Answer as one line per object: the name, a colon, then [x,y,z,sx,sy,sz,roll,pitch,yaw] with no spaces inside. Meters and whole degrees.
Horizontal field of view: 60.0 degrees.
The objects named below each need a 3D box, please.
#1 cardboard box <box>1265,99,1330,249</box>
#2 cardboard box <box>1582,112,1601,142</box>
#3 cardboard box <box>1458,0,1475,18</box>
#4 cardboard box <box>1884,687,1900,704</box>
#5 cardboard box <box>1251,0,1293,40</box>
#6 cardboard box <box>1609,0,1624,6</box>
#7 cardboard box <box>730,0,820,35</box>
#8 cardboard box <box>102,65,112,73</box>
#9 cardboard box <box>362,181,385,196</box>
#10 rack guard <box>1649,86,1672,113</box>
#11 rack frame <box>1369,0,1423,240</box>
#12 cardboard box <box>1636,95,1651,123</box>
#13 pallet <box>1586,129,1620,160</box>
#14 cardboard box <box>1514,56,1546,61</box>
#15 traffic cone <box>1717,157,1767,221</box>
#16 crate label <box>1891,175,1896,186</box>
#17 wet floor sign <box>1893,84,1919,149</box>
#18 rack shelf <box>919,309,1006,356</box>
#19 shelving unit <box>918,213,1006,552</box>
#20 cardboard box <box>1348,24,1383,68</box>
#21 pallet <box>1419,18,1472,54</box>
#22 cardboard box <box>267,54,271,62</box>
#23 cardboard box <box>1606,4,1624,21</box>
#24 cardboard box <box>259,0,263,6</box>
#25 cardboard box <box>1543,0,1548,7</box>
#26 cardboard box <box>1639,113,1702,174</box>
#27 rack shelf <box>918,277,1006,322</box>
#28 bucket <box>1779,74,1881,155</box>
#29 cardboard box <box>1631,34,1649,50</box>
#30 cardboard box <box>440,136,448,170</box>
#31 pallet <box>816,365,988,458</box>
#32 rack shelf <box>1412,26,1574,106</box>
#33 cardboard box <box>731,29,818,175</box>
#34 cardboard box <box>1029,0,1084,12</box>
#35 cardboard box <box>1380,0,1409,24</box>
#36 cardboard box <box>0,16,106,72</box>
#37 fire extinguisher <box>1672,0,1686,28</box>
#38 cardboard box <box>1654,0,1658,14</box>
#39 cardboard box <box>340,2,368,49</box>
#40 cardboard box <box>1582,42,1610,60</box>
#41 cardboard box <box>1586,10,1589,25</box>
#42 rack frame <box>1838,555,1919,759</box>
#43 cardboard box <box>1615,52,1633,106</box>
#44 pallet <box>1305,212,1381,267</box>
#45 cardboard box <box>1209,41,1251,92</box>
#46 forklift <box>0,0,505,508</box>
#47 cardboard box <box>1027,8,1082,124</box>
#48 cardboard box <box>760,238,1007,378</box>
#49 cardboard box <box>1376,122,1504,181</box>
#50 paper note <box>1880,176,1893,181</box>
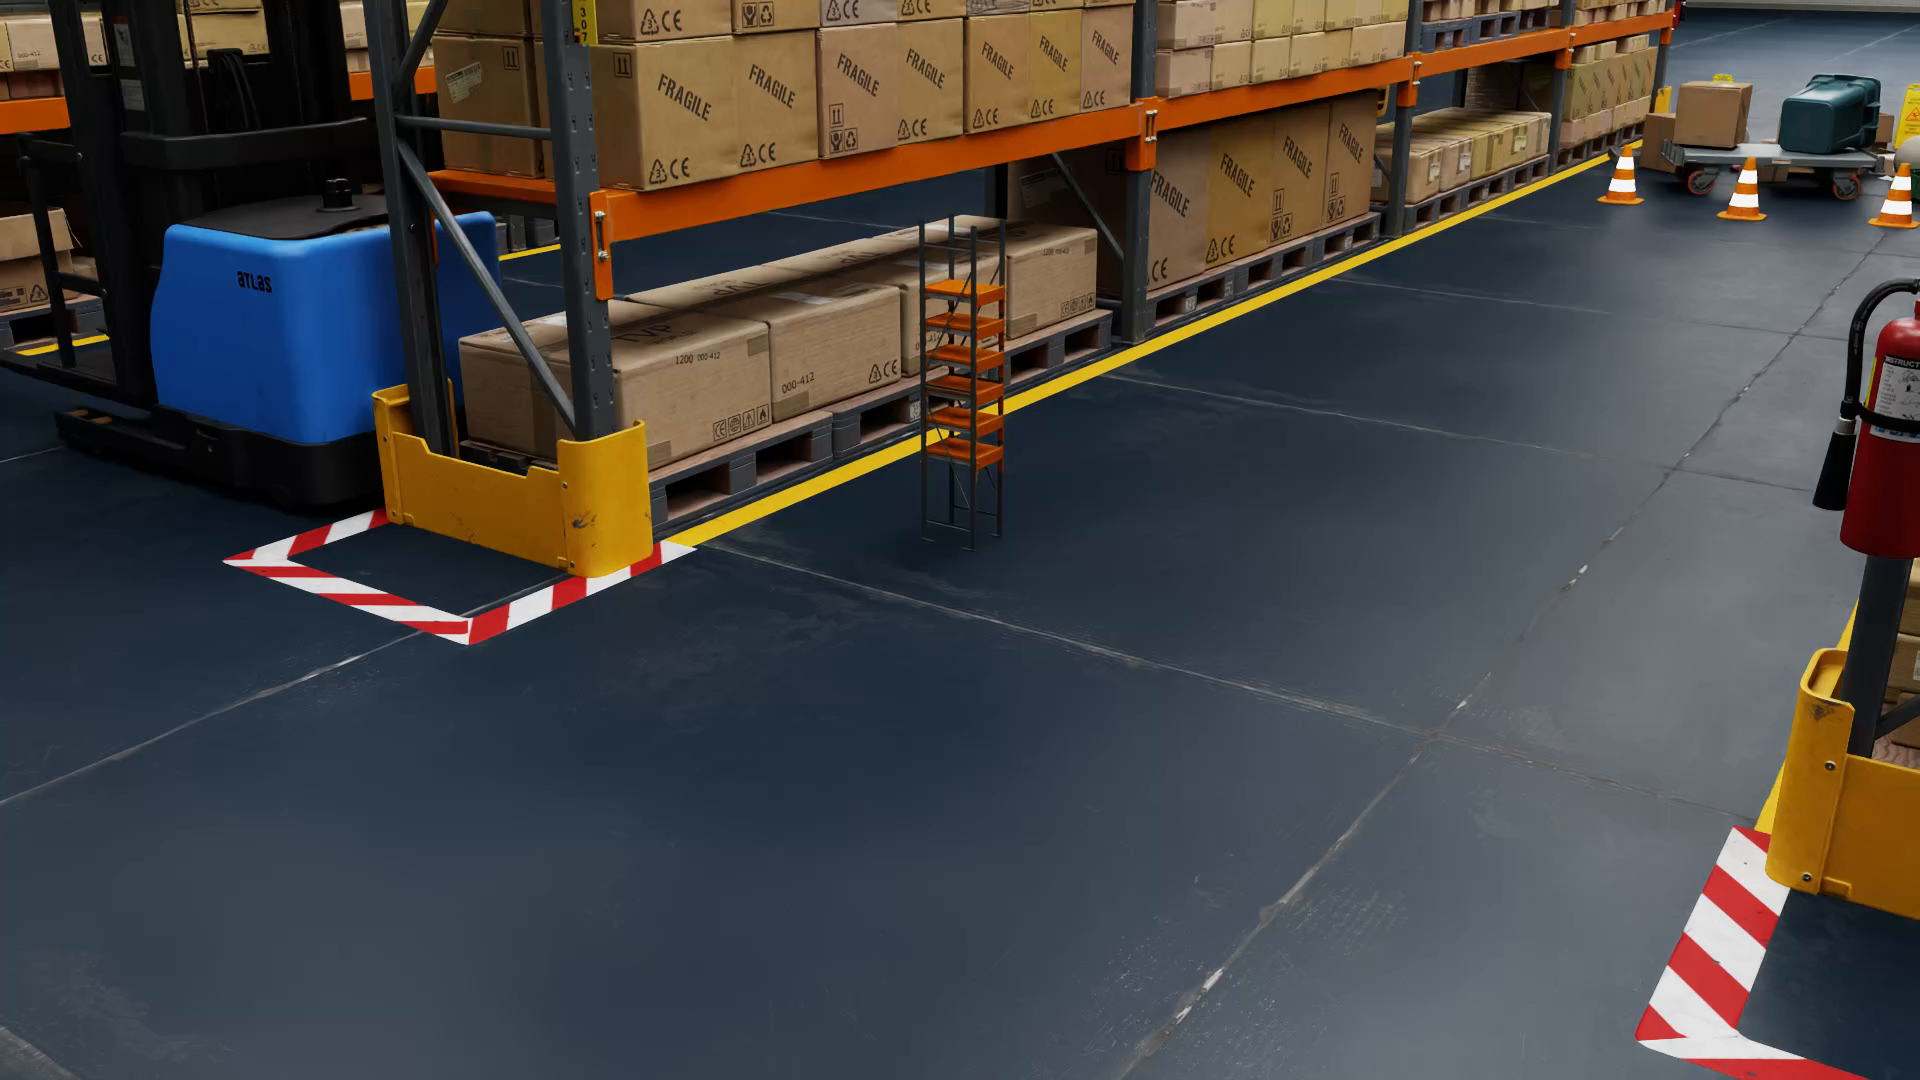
cardboard box: [1.865,-2.491,11.133,0.875,0.875,0.875,14,24,32]
cardboard box: [5.921,-4.055,16.261,0.500,0.250,0.500,15,25,35]
cardboard box: [3.713,-4.083,12.736,0.380,0.149,0.250,13,24,32]
cardboard box: [2.664,0.359,4.475,0.380,0.149,0.250,14,25,33]
cardboard box: [1.634,-3.110,9.845,0.500,0.250,0.500,14,24,32]
cardboard box: [6.109,-5.424,16.031,0.500,0.500,0.500,13,24,31]
cardboard box: [-0.881,-2.180,6.250,0.500,0.500,0.500,13,24,30]
cardboard box: [-4.805,-2.624,9.398,0.380,0.149,0.250,14,24,33]
cardboard box: [-4.096,-2.339,11.536,0.500,0.311,0.500,14,25,34]
rack guard: [7.281,-4.829,18.599,1.175,0.500,0.348,13,24,32]
rack frame: [2.826,-3.728,12.019,1.000,3.000,0.127,13,24,32]
cardboard box: [7.078,-4.639,17.841,0.500,0.250,0.500,13,24,32]
pallet: [6.108,-4.119,17.095,1.003,0.211,1.213,13,24,32]
cardboard box: [5.470,-4.503,16.392,0.500,0.500,0.500,14,24,33]
traffic cone: [6.200,-2.779,13.110,0.336,0.463,0.334,13,24,32]
crate label: [8.276,-3.101,14.450,0.298,0.136,0.250,-2,20,-5]
wet floor sign: [9.853,-4.377,17.168,0.267,0.644,0.232,9,22,23]
rack shelf: [0.008,-0.750,6.000,0.258,0.103,0.180,13,24,32]
shelving unit: [0.008,-0.567,6.068,0.258,1.200,0.189,13,24,32]
cardboard box: [2.483,-3.312,11.111,0.500,0.250,0.500,14,24,33]
pallet: [3.139,-3.863,12.661,1.213,0.211,1.003,13,24,32]
cardboard box: [-4.282,-2.929,10.223,0.380,0.149,0.250,14,24,33]
cardboard box: [6.244,-5.151,16.228,0.380,0.149,0.250,13,24,32]
cardboard box: [-4.587,-3.593,10.360,0.500,0.500,0.500,13,24,30]
cardboard box: [4.851,-4.681,14.353,0.380,0.149,0.250,12,24,30]
cardboard box: [6.803,-3.746,15.669,0.500,0.500,0.500,-6,21,-15]
rack shelf: [0.008,-0.863,5.959,0.258,0.103,0.180,13,24,32]
bucket: [7.395,-3.605,14.216,0.620,0.611,0.726,-24,30,-29]
cardboard box: [6.938,-5.187,17.307,0.380,0.149,0.250,14,25,33]
cardboard box: [-3.498,-2.770,12.428,0.500,0.500,0.500,13,24,32]
pallet: [-0.599,-0.718,7.901,1.003,0.211,1.213,13,24,32]
rack shelf: [3.951,-3.964,13.695,1.077,0.370,4.000,13,24,32]
cardboard box: [-0.902,-1.712,6.424,0.500,0.500,0.500,13,24,31]
cardboard box: [0.249,-2.763,7.825,0.500,0.500,0.500,13,24,31]
cardboard box: [2.764,-3.703,11.449,0.500,0.250,0.500,13,24,32]
cardboard box: [-5.017,-2.691,9.003,0.500,0.250,0.500,14,24,32]
fire extinguisher: [7.769,-5.930,18.084,0.296,0.674,0.183,13,24,32]
cardboard box: [7.078,-5.593,17.423,0.380,0.149,0.250,13,24,31]
cardboard box: [-3.883,-3.276,10.585,0.500,0.250,0.500,13,24,32]
cardboard box: [6.037,-4.727,16.064,0.380,0.149,0.250,14,25,34]
cardboard box: [5.616,-4.868,15.464,0.380,0.149,0.250,14,25,33]
rack frame: [2.480,-0.496,3.282,1.000,3.000,0.127,13,24,32]
cardboard box: [6.509,-4.708,16.945,0.500,0.500,0.500,13,24,31]
pallet: [2.321,-2.208,11.931,1.003,0.211,1.213,13,24,32]
cardboard box: [1.333,-2.733,9.547,0.500,0.250,0.500,13,24,31]
forklift: [-3.393,-1.882,7.128,3.031,2.935,1.130,14,24,33]
cardboard box: [0.244,-2.295,8.003,0.500,0.500,0.500,13,24,31]
cardboard box: [-0.367,-1.159,8.163,0.875,0.438,0.875,12,24,30]
cardboard box: [3.991,-3.282,13.997,0.950,0.372,0.625,14,25,34]
paper note: [8.476,-3.289,15.125,0.155,0.023,0.172,-14,25,-33]
